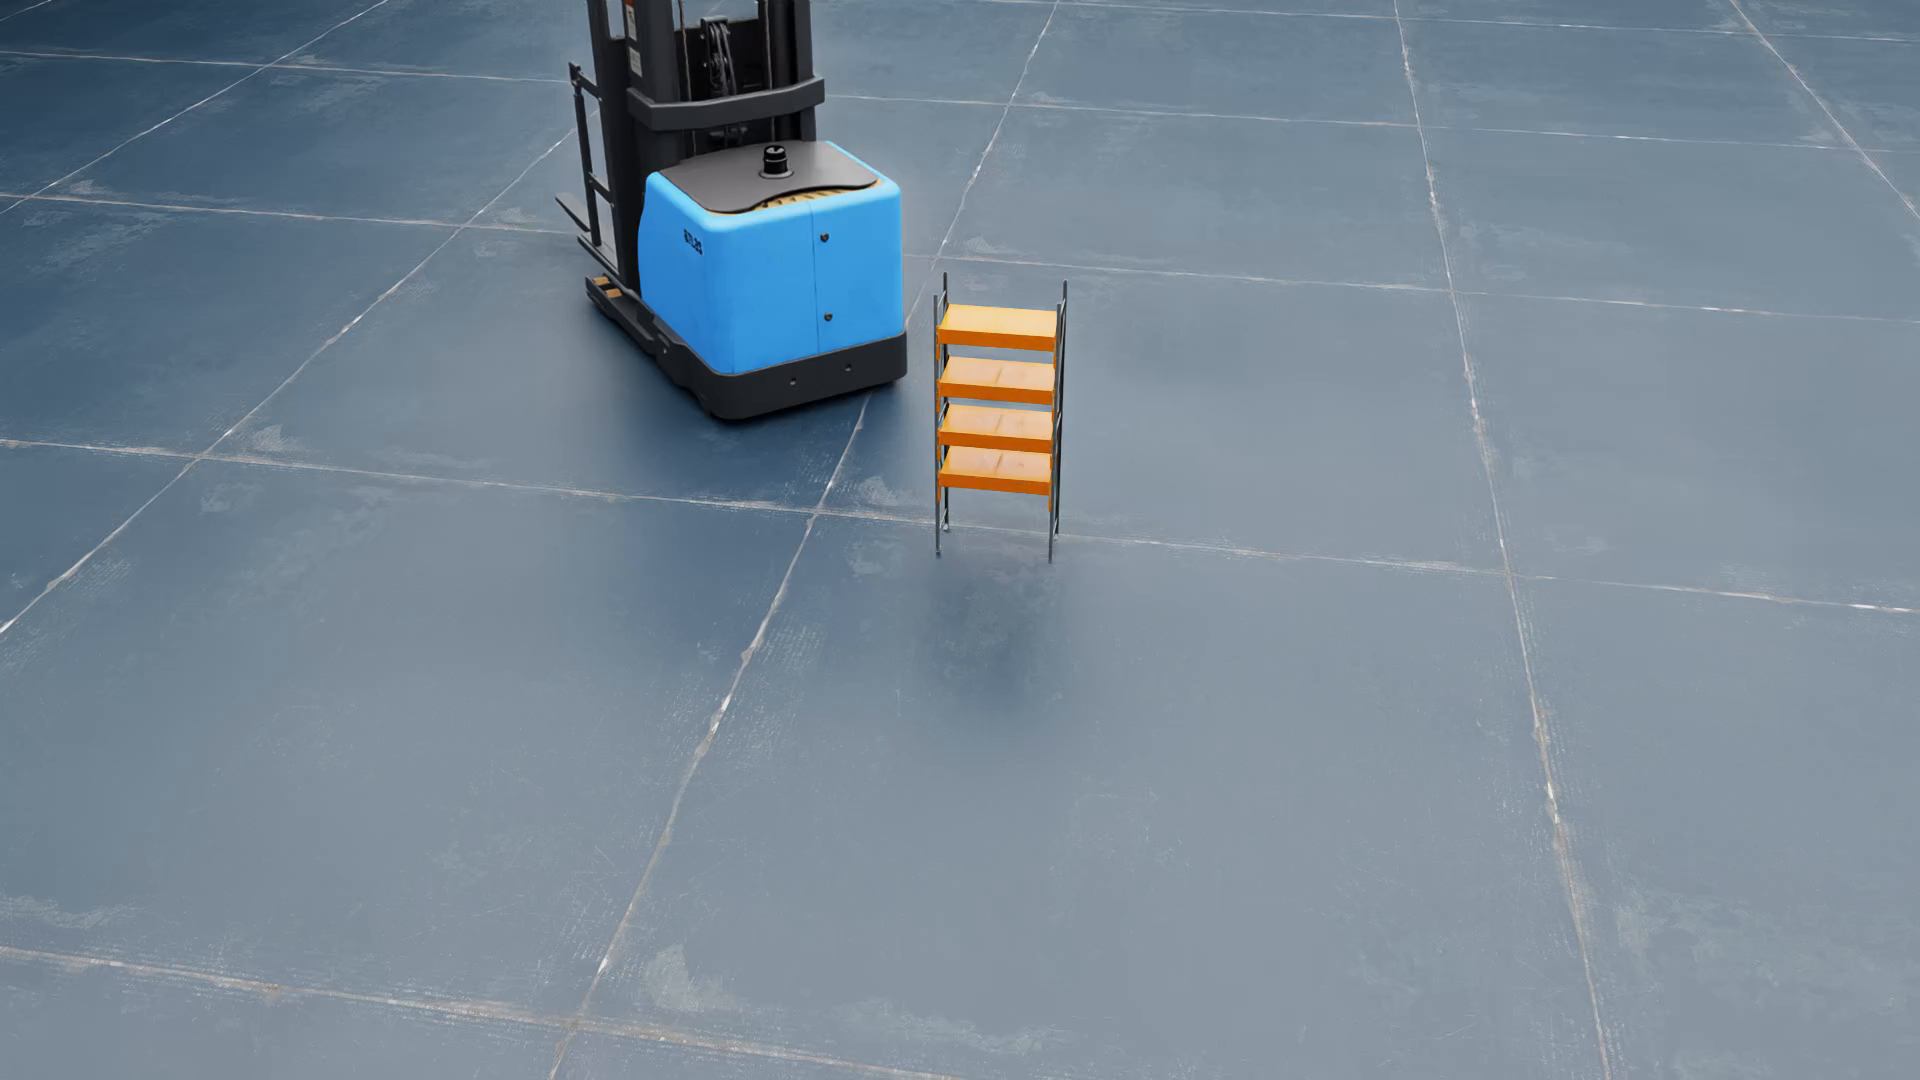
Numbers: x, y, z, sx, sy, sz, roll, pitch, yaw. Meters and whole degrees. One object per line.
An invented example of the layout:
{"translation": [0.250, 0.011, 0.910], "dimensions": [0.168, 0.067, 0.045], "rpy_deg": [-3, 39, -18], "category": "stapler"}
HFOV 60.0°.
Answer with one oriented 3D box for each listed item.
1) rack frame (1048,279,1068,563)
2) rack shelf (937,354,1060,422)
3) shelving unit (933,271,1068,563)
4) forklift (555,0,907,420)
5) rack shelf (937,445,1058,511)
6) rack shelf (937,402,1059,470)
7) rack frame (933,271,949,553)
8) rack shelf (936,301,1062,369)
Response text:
{"translation": [0.404, -0.472, 6.873], "dimensions": [0.015, 1.200, 0.240], "rpy_deg": [5, 32, 8], "category": "rack frame"}
{"translation": [0.163, -0.626, 6.825], "dimensions": [0.480, 0.148, 0.258], "rpy_deg": [5, 32, 8], "category": "rack shelf"}
{"translation": [0.163, -0.494, 6.908], "dimensions": [0.503, 1.200, 0.258], "rpy_deg": [5, 32, 8], "category": "shelving unit"}
{"translation": [-1.442, -2.576, 8.602], "dimensions": [1.130, 2.935, 3.031], "rpy_deg": [-17, 36, -25], "category": "forklift"}
{"translation": [0.163, -0.268, 7.049], "dimensions": [0.480, 0.148, 0.258], "rpy_deg": [5, 32, 8], "category": "rack shelf"}
{"translation": [0.163, -0.437, 6.944], "dimensions": [0.480, 0.148, 0.258], "rpy_deg": [5, 32, 8], "category": "rack shelf"}
{"translation": [-0.077, -0.516, 6.943], "dimensions": [0.015, 1.200, 0.240], "rpy_deg": [5, 32, 8], "category": "rack frame"}
{"translation": [0.163, -0.827, 6.700], "dimensions": [0.480, 0.148, 0.258], "rpy_deg": [5, 32, 8], "category": "rack shelf"}
